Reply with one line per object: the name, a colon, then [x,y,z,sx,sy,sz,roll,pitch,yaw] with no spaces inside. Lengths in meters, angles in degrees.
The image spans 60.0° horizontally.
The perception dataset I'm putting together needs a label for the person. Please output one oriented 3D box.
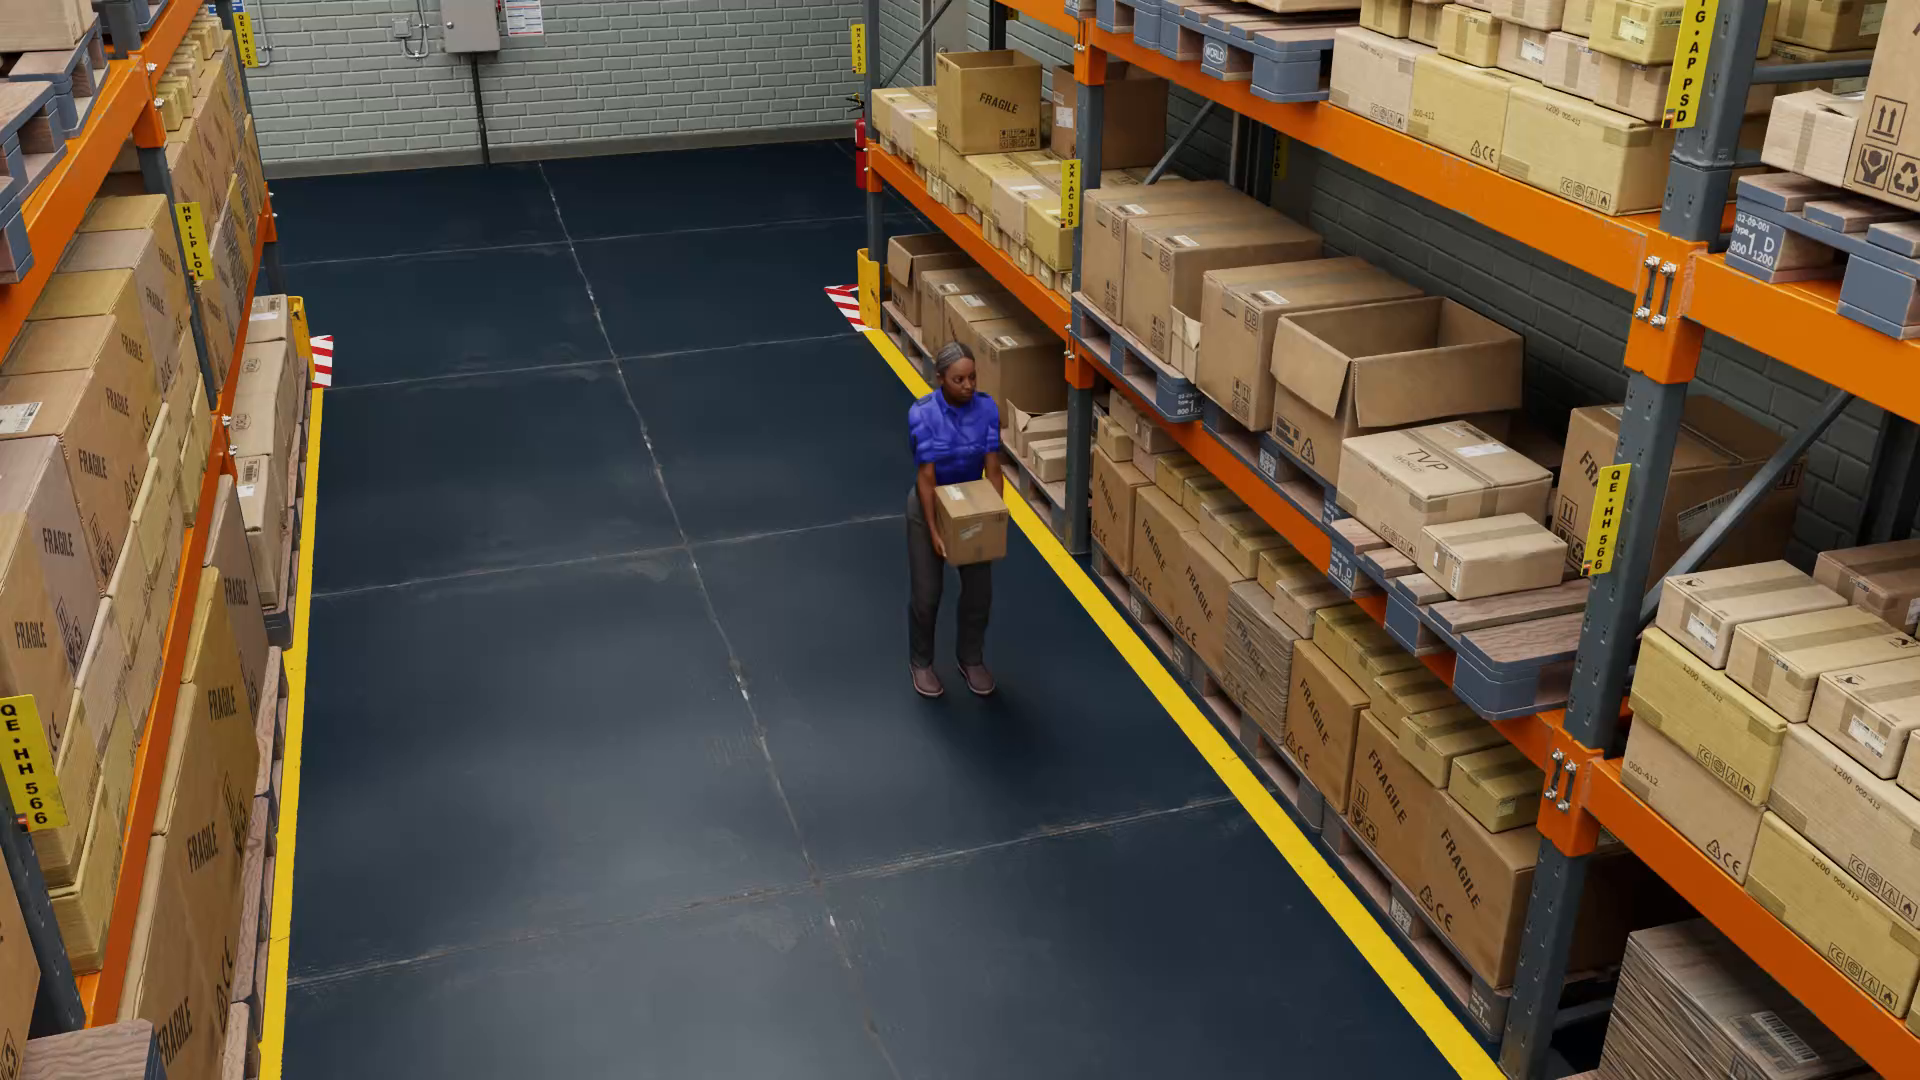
person: [-0.009,-0.067,7.272,0.413,1.652,0.521,-9,28,-17]
